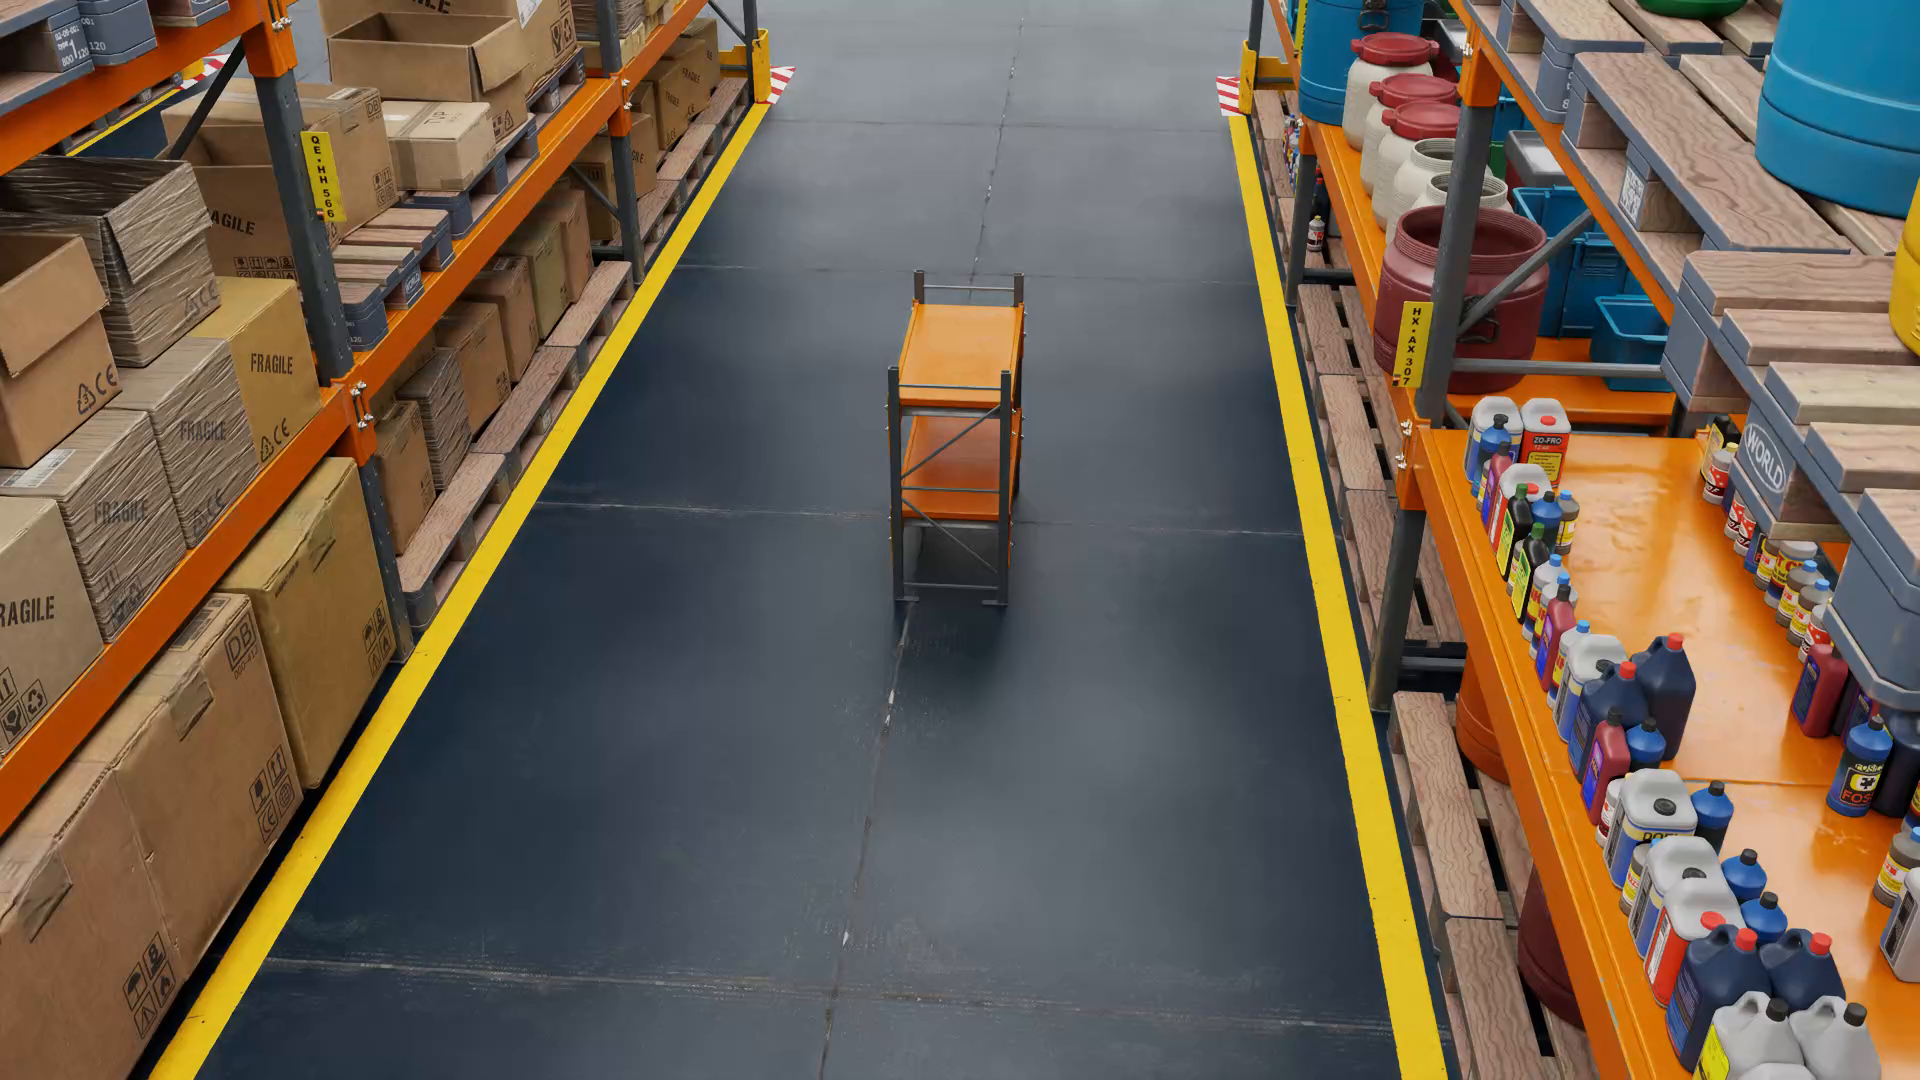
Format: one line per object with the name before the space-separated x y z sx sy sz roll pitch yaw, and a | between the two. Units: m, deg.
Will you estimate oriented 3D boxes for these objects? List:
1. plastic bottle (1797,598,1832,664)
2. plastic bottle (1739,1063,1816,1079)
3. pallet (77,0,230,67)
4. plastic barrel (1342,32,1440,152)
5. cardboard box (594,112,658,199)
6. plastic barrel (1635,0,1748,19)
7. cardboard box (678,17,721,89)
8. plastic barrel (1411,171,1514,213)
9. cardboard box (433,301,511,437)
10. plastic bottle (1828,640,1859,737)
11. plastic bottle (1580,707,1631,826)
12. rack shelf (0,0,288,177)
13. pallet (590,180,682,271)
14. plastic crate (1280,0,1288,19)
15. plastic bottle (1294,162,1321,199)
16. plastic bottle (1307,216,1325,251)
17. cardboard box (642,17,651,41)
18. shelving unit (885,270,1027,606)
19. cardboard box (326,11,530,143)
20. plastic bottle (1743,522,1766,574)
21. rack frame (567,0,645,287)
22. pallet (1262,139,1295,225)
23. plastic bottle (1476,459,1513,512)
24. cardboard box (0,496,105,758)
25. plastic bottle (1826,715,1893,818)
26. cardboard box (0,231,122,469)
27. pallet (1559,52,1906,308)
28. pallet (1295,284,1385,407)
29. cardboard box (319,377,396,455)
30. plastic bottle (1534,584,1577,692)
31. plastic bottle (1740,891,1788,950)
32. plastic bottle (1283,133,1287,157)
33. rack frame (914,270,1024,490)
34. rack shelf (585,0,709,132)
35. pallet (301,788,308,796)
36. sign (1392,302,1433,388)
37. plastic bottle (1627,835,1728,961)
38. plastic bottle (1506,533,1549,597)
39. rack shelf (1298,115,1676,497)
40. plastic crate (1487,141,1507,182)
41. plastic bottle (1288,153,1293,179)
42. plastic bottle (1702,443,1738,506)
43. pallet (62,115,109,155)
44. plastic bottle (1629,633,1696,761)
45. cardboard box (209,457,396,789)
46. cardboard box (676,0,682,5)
plastic bottle | 2.430 0.255 4.667 0.097 0.201 0.097 0 32 0
plastic bottle | 1.553 1.138 3.163 0.152 0.276 0.135 2 32 4
pallet | -2.797 -1.665 4.914 1.213 0.211 1.003 4 32 6
plastic barrel | 2.168 -2.254 8.420 0.433 0.535 0.433 0 32 0
cardboard box | -2.360 -2.521 10.964 0.500 0.500 0.500 13 34 19
plastic barrel | 1.824 -1.441 4.118 0.294 0.245 0.294 0 32 0
cardboard box | -2.213 -3.780 13.006 0.500 0.500 0.500 8 33 13
plastic barrel | 2.010 -1.191 6.716 0.421 0.512 0.421 0 32 0
cardboard box | -2.691 -0.869 8.265 0.700 0.500 0.500 5 32 8
plastic bottle | 2.384 0.334 4.396 0.144 0.351 0.185 2 32 4
plastic bottle | 1.597 0.556 4.100 0.061 0.283 0.133 2 32 4
rack shelf | -2.960 -0.732 3.906 1.077 0.370 4.000 2 32 4
pallet | -2.452 -2.065 10.899 1.003 0.211 1.213 2 32 4
plastic crate | 2.345 -3.435 10.716 0.530 0.136 0.437 2 32 4
plastic bottle | 2.272 -2.365 10.835 0.144 0.351 0.185 2 32 4
plastic bottle | 2.184 -1.887 10.200 0.097 0.201 0.097 0 32 0
cardboard box | -2.128 -3.154 10.248 0.380 0.149 0.250 2 32 4
shelving unit | -0.001 -0.475 7.449 0.538 1.125 1.048 2 32 4
cardboard box | -2.521 -2.211 7.981 0.797 0.503 0.637 6 32 9
plastic bottle | 2.469 -0.029 5.061 0.097 0.271 0.097 0 32 0
rack frame | -2.472 -2.899 9.595 1.000 3.000 0.127 2 32 4
pallet | 2.658 -2.489 11.588 1.003 0.211 1.213 2 32 4
plastic bottle | 1.737 -0.189 5.386 0.097 0.201 0.097 0 32 0
cardboard box | -2.718 0.217 4.444 0.500 0.500 0.500 3 32 5
plastic bottle | 2.234 0.552 4.118 0.097 0.271 0.097 0 32 0
cardboard box | -2.929 -0.555 4.740 0.797 0.503 0.637 3 32 5
pallet | 1.869 -0.708 3.361 1.003 0.211 1.213 2 32 4
pallet | 2.440 -1.088 9.314 1.003 0.211 1.213 2 32 4
cardboard box | -2.773 -0.601 7.115 0.500 0.250 0.500 4 32 6
plastic bottle | 1.642 0.268 4.566 0.061 0.283 0.133 2 32 4
plastic bottle | 1.720 0.871 3.600 0.097 0.271 0.097 0 32 0
plastic bottle | 2.324 -2.786 11.660 0.097 0.201 0.097 0 32 0
rack frame | 0.041 -0.741 7.880 0.500 1.125 0.032 2 32 4
rack shelf | -2.309 -3.639 11.481 1.077 0.370 4.000 2 32 4
pallet | -2.937 0.789 6.269 1.003 0.211 1.213 2 32 4
sign | 1.590 -0.685 5.847 0.100 0.325 0.005 2 32 4
plastic bottle | 1.605 0.804 3.705 0.152 0.276 0.135 2 32 4
plastic bottle | 1.697 0.072 4.963 0.097 0.201 0.097 0 32 0
rack shelf | 2.302 -1.335 7.744 1.077 0.370 4.000 2 32 4
plastic crate | 2.604 -1.675 7.810 0.450 0.188 0.662 2 32 4
plastic bottle | 2.288 -2.557 11.288 0.097 0.201 0.097 0 32 0
plastic bottle | 2.504 -0.222 5.441 0.097 0.201 0.097 0 32 0
pallet | -7.170 -3.011 12.434 1.003 0.211 1.213 2 32 4
plastic bottle | 1.815 0.382 4.318 0.144 0.351 0.185 2 32 4
cardboard box | -2.874 0.278 6.064 1.225 0.875 0.875 1 32 2
cardboard box | -2.045 -3.677 11.096 0.380 0.149 0.250 2 32 4
